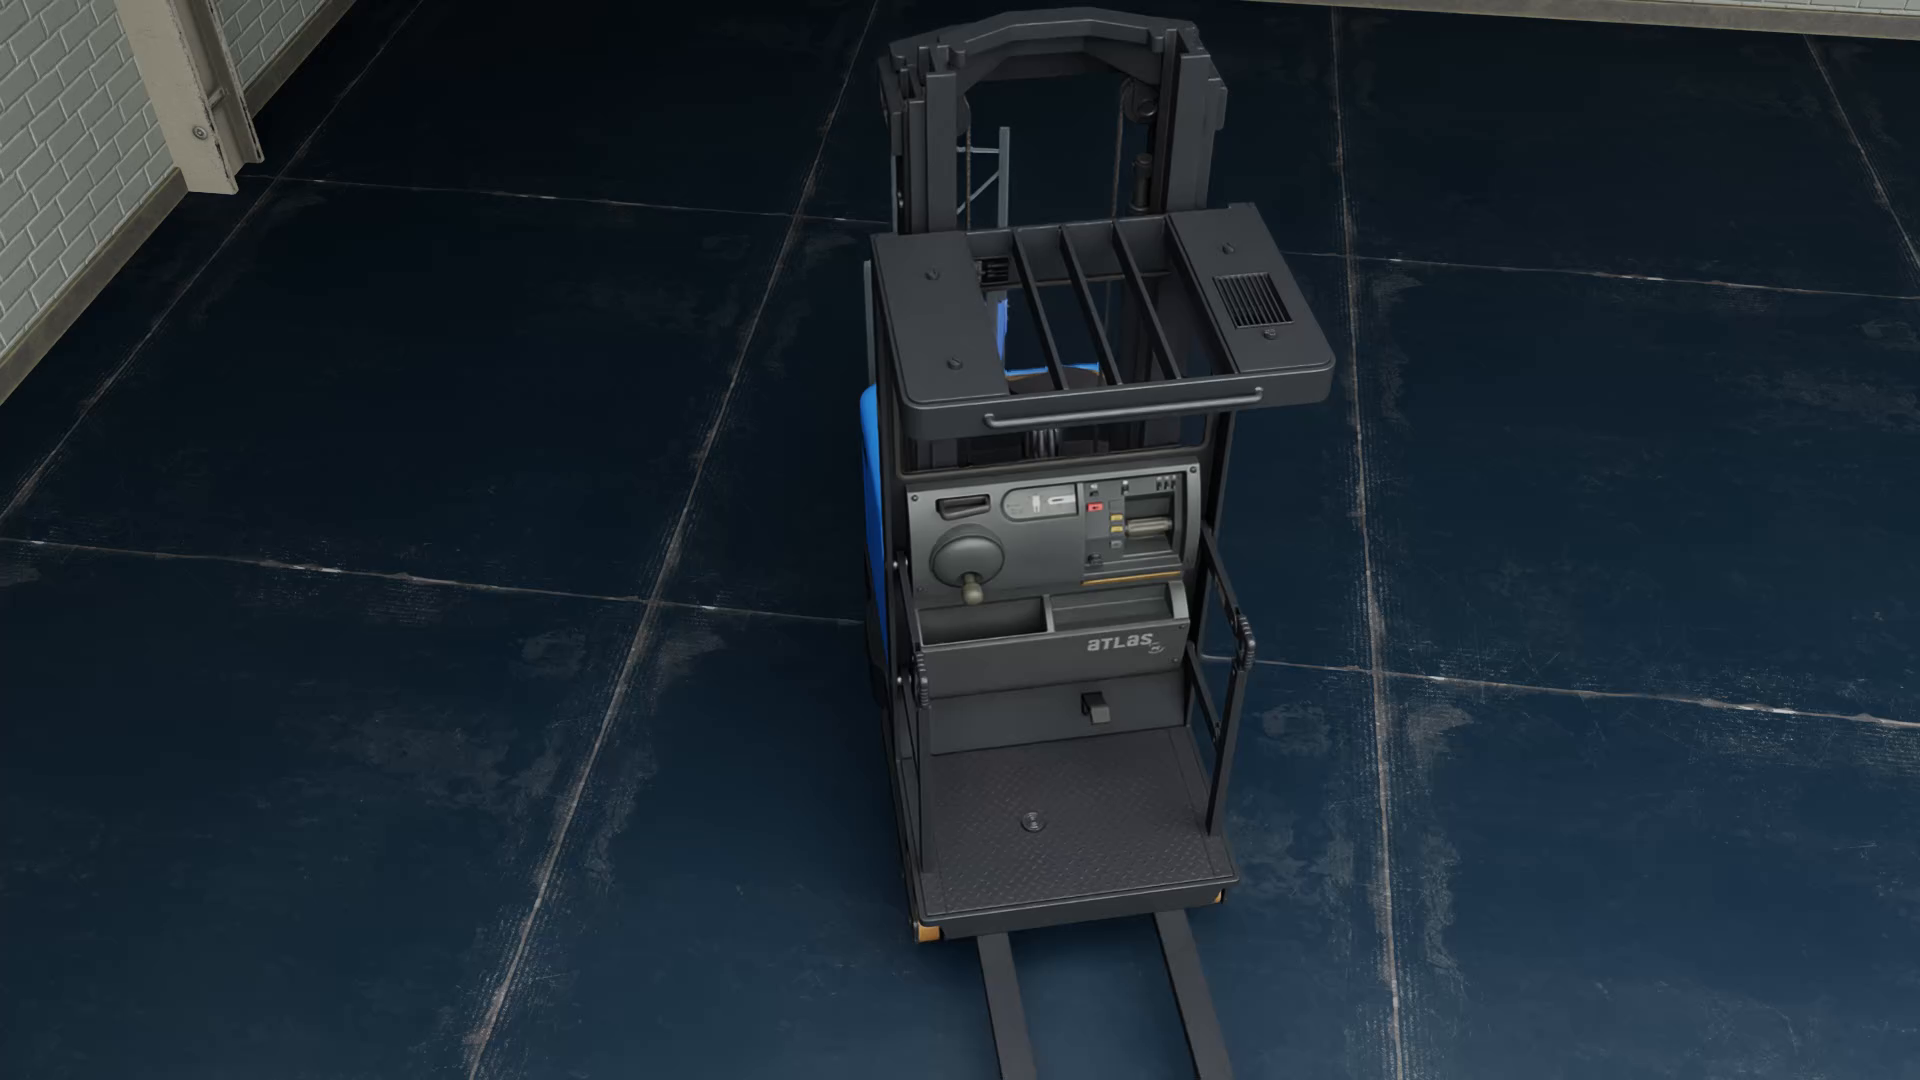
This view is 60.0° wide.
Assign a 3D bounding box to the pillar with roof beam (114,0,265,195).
[{"bbox_3d":[0.077,-4.961,5.967,9.100,9.000,0.400,5,44,6],"label":"pillar with roof beam"}]

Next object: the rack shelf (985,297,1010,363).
[{"bbox_3d":[-0.076,-0.691,7.173,0.538,0.185,1.000,3,43,3],"label":"rack shelf"}]

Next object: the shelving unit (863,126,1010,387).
[{"bbox_3d":[-0.076,-0.822,7.050,0.538,1.500,1.048,3,43,3],"label":"shelving unit"}]

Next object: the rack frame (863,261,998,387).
[{"bbox_3d":[-0.108,-0.473,6.681,0.500,1.500,0.032,3,43,3],"label":"rack frame"}]

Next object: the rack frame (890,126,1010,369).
[{"bbox_3d":[-0.043,-1.171,7.418,0.500,1.500,0.032,3,43,3],"label":"rack frame"}]

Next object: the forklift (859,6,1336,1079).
[{"bbox_3d":[0.334,0.063,5.074,1.130,2.935,3.031,-6,44,-6],"label":"forklift"}]
